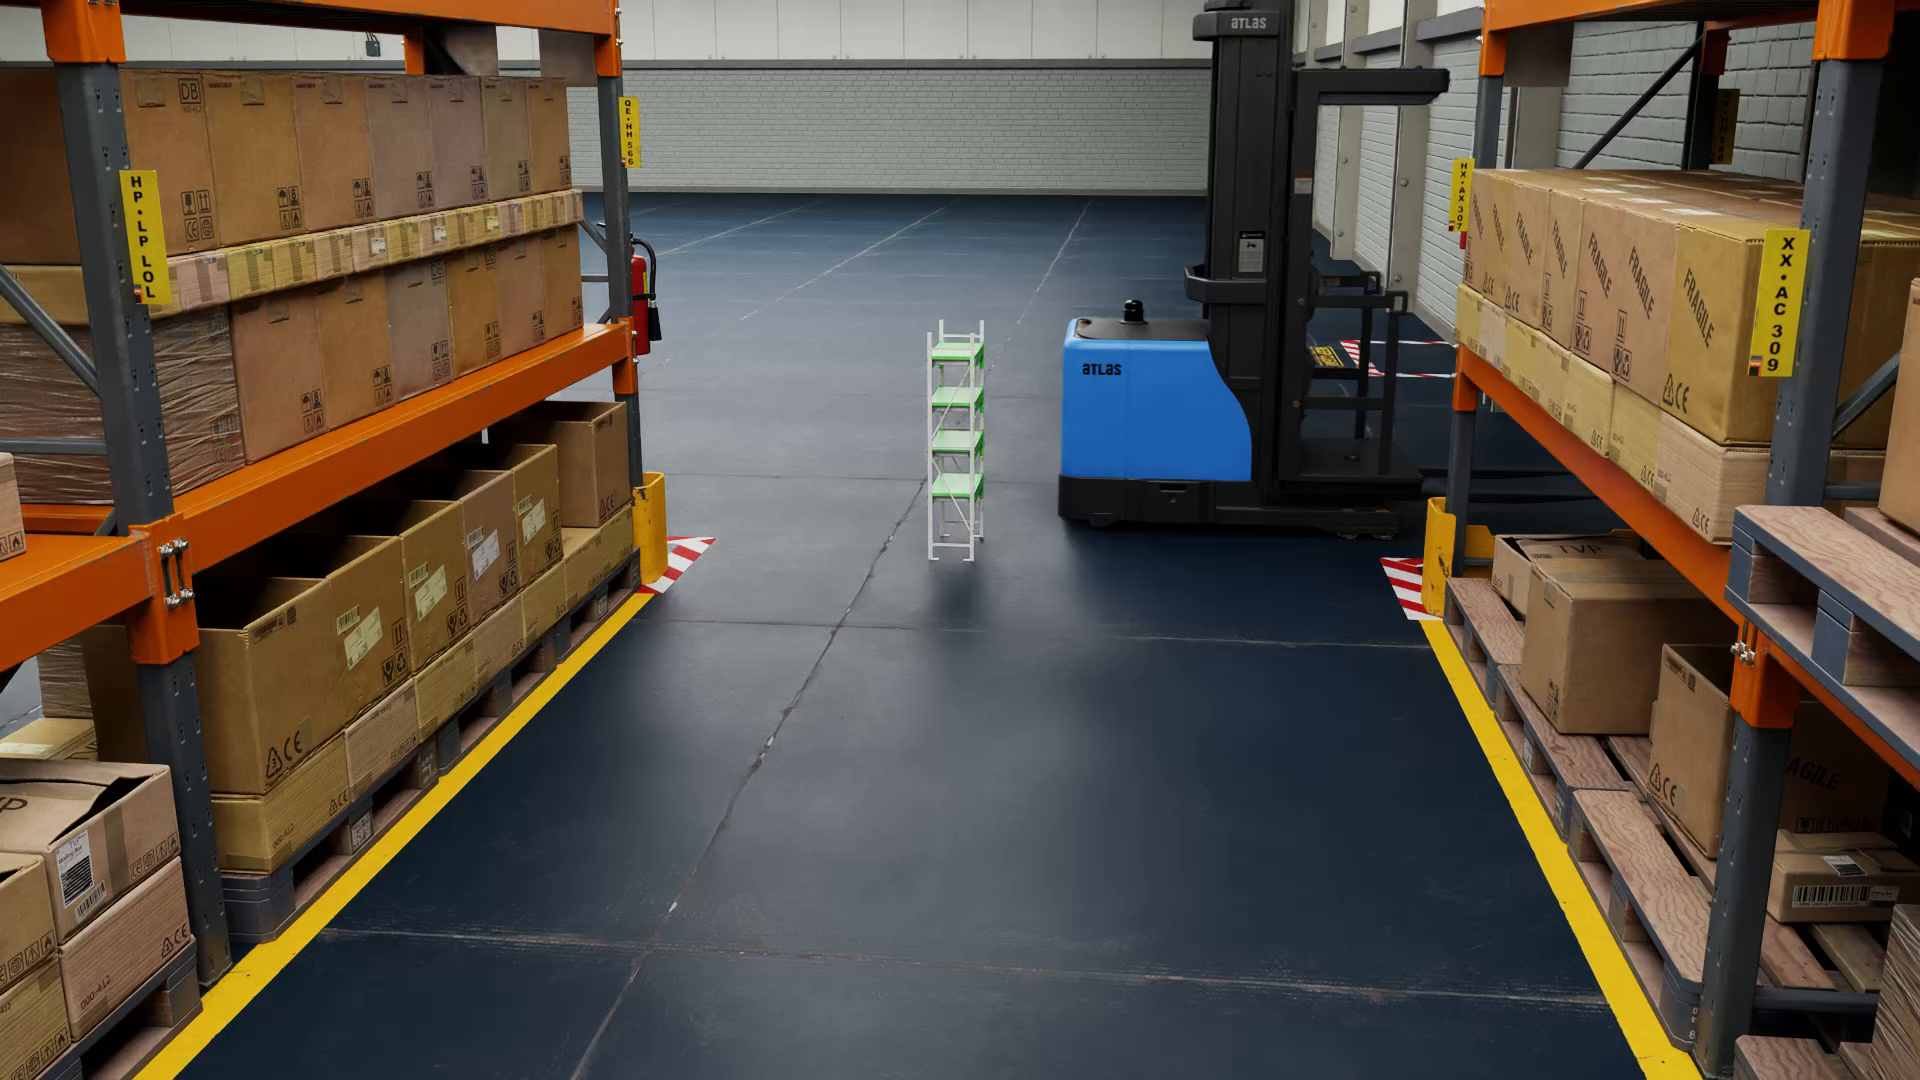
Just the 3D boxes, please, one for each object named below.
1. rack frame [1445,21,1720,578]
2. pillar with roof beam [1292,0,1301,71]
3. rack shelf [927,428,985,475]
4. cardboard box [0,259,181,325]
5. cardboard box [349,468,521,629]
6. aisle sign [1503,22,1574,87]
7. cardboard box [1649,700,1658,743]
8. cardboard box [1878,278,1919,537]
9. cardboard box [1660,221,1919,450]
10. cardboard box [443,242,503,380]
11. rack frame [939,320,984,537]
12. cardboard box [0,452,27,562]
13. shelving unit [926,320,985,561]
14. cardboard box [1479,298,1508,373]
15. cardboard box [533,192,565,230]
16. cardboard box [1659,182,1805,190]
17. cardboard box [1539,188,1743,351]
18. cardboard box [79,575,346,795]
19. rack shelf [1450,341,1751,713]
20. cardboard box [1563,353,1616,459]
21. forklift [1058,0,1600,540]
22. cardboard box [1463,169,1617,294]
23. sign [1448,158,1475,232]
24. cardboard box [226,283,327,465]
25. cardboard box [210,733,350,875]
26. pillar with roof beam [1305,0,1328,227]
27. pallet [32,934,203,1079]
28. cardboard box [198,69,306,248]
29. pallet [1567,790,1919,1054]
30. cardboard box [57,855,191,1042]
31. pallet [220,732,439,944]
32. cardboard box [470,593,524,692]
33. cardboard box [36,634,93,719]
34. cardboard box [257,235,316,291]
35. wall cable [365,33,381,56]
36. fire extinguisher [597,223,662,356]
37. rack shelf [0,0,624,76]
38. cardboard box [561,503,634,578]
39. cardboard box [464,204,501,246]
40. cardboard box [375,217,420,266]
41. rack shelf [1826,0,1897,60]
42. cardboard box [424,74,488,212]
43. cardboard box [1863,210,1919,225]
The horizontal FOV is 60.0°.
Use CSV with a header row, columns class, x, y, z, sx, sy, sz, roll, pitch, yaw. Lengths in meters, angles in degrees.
class,x,y,z,sx,sy,sz,roll,pitch,yaw
rack frame,2.818,-1.132,7.601,1.000,3.000,0.127,2,15,6
pillar with roof beam,2.706,-11.728,35.296,9.100,9.000,0.400,2,15,6
rack shelf,-0.019,-0.475,8.863,0.258,0.148,0.480,2,15,6
cardboard box,-2.333,-0.665,4.439,0.380,0.149,0.250,2,15,6
cardboard box,-2.025,0.023,6.356,0.500,0.500,0.500,2,15,6
aisle sign,2.528,-2.414,7.363,0.394,0.787,0.004,2,15,6
cardboard box,2.567,0.655,5.611,0.380,0.149,0.250,0,15,2
cardboard box,2.276,-0.224,3.209,0.700,0.500,0.500,2,15,6
cardboard box,2.113,-0.525,4.170,0.500,0.500,0.500,2,15,6
cardboard box,-2.286,-0.939,6.698,0.700,0.500,0.500,2,15,7
rack frame,0.009,-0.600,9.081,0.240,1.200,0.015,2,15,6
cardboard box,-2.568,-0.038,3.843,0.500,0.250,0.500,3,15,10
shelving unit,-0.019,-0.536,8.847,0.258,1.200,0.503,2,15,6
cardboard box,2.403,-0.817,6.685,0.500,0.250,0.500,1,15,5
cardboard box,-1.986,-1.465,7.401,0.380,0.149,0.250,2,15,8
cardboard box,2.856,-1.038,6.067,0.500,0.500,0.500,1,15,5
cardboard box,2.289,-0.920,5.631,0.500,0.500,0.500,2,15,8
cardboard box,-2.192,0.412,4.917,0.500,0.500,0.500,2,15,6
rack shelf,2.593,-0.266,5.776,1.077,0.370,4.000,2,15,6
cardboard box,2.225,-0.423,5.230,0.500,0.250,0.500,2,15,6
forklift,2.104,-1.561,9.321,3.031,2.935,1.130,1,15,5
cardboard box,2.466,-1.316,7.095,0.500,0.500,0.500,2,15,6
sign,2.279,-1.566,7.547,0.100,0.325,0.005,2,15,6
cardboard box,-2.459,-0.540,5.220,0.700,0.500,0.500,2,15,6
cardboard box,-2.202,0.774,5.016,0.500,0.250,0.500,2,15,6
pillar with roof beam,2.029,-10.172,29.541,9.100,9.000,0.400,2,15,6
pallet,-2.600,1.299,3.953,1.003,0.211,1.213,2,15,6
cardboard box,-2.456,-1.160,5.029,0.700,0.500,0.500,2,15,6
pallet,2.408,1.077,4.776,1.003,0.211,1.213,2,15,6
cardboard box,-2.314,1.001,4.175,0.500,0.250,0.500,2,15,6
pallet,-2.424,0.902,5.422,1.003,0.211,1.213,2,15,6
cardboard box,-2.028,0.385,6.454,0.500,0.250,0.500,2,15,6
cardboard box,-2.652,0.267,5.453,0.500,0.500,0.500,2,15,6
cardboard box,-2.249,-0.865,5.179,0.380,0.149,0.250,2,15,6
wall cable,-13.237,-14.612,39.447,2.305,6.003,0.169,2,15,6
fire extinguisher,-1.629,-1.256,8.210,0.296,0.674,0.183,2,15,6
rack shelf,-2.330,-1.859,5.921,1.077,0.370,4.000,2,15,6
cardboard box,-1.871,-0.004,7.894,0.500,0.250,0.500,2,15,6
cardboard box,-2.075,-1.266,6.662,0.380,0.149,0.250,2,15,8
cardboard box,-2.162,-1.066,5.925,0.380,0.149,0.250,2,15,6
rack shelf,2.141,-0.676,1.548,1.077,0.370,4.000,2,15,6
cardboard box,-2.286,-1.549,6.469,0.700,0.500,0.500,2,15,6
cardboard box,2.690,-0.643,4.607,0.500,0.500,0.500,2,15,6
